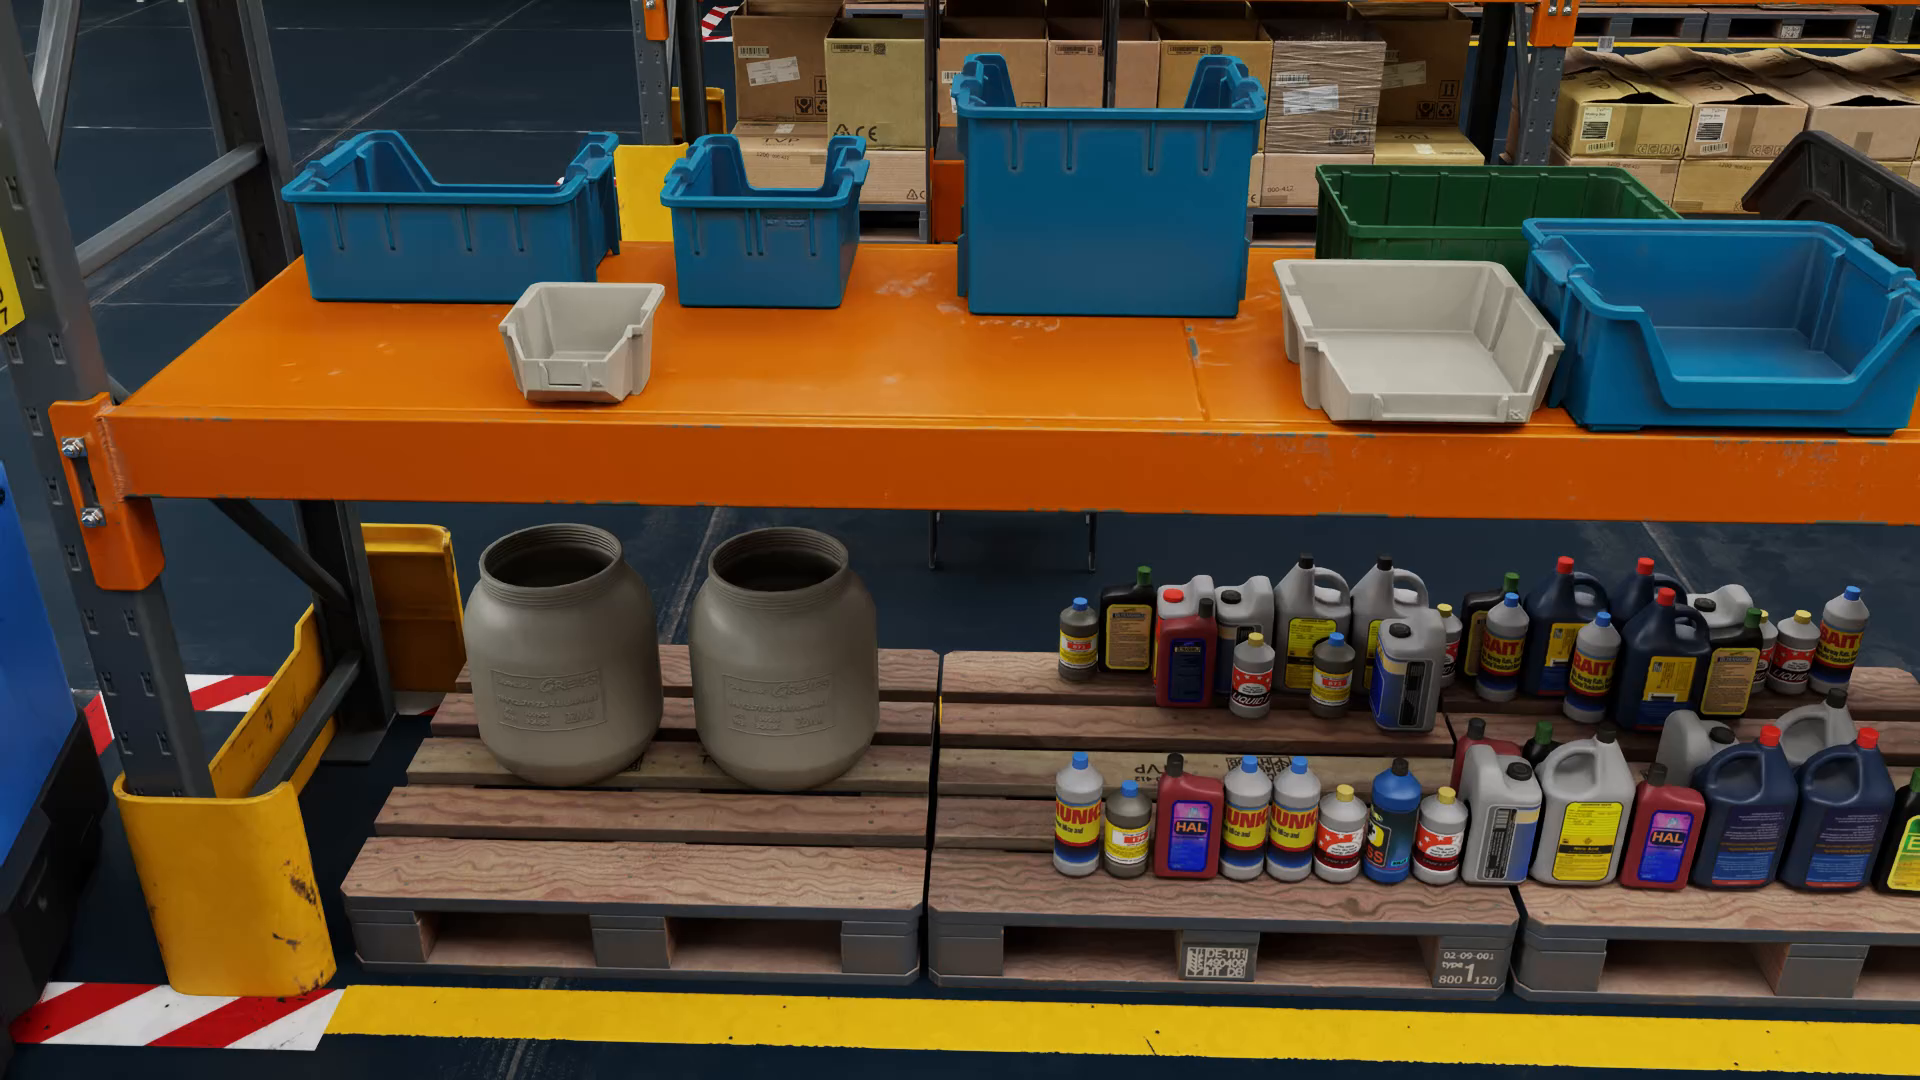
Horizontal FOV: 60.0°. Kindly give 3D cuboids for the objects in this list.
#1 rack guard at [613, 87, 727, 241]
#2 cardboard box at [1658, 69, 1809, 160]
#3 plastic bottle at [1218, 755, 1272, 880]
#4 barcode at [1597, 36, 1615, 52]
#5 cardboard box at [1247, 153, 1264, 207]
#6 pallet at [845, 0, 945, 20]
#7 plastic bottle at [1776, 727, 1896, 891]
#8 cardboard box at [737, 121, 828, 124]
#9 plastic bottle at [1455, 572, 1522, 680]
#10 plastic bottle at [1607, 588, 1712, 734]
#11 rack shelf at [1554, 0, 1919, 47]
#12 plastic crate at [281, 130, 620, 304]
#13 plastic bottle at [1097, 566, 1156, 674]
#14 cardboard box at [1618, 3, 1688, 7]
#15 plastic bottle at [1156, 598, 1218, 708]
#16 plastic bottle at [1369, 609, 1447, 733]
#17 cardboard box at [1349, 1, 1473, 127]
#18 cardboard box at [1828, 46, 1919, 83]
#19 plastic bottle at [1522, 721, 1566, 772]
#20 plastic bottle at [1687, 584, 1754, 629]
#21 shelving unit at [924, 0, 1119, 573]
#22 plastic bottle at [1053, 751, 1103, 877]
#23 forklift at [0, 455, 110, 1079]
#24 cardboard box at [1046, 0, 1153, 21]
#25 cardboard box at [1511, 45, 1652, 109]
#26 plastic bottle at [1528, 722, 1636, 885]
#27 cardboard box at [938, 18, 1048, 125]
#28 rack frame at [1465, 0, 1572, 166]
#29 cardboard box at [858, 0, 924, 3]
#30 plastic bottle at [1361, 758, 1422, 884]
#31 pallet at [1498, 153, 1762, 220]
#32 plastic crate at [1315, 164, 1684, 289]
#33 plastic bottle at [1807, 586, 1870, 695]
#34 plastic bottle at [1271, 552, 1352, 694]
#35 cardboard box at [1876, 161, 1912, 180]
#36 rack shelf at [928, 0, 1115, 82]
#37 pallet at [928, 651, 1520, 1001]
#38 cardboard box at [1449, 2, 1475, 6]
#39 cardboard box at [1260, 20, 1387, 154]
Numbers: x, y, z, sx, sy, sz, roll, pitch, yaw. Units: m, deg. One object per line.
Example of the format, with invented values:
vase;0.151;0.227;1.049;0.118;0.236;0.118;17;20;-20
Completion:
rack guard;-1.402;-1.844;8.194;0.348;0.500;1.175;1;28;2
cardboard box;3.524;-1.966;7.644;0.500;0.311;0.500;1;28;1
plastic bottle;0.587;0.563;3.428;0.097;0.271;0.097;0;28;0
barcode;2.860;-2.197;7.365;0.075;0.075;0.001;1;28;2
cardboard box;1.149;-1.772;7.877;0.500;0.250;0.500;1;28;2
pallet;-0.320;-4.003;12.576;1.213;0.211;1.003;1;28;2
plastic bottle;1.787;0.537;3.393;0.185;0.351;0.144;0;28;0
cardboard box;-0.831;-2.048;8.398;0.500;0.250;0.500;1;28;2
plastic bottle;1.297;0.210;4.082;0.133;0.283;0.061;2;28;4
plastic bottle;1.644;0.273;3.891;0.185;0.351;0.144;1;28;2
rack shelf;4.618;-2.531;7.589;4.000;0.370;1.077;1;28;2
plastic crate;-1.046;-0.695;3.518;0.616;0.251;0.499;1;28;2
plastic bottle;0.412;0.195;4.110;0.133;0.283;0.061;2;28;3
cardboard box;5.059;-4.270;12.301;0.500;0.500;0.700;1;28;2
plastic bottle;0.542;0.269;3.971;0.133;0.283;0.061;1;28;2
plastic bottle;1.056;0.298;3.924;0.135;0.276;0.152;1;28;2
cardboard box;2.167;-2.338;8.144;0.500;0.500;0.500;1;28;2
cardboard box;4.556;-2.202;8.091;0.500;0.311;0.500;1;28;1
plastic bottle;1.251;0.510;3.516;0.133;0.283;0.061;1;28;2
plastic bottle;1.814;0.243;4.027;0.135;0.276;0.152;2;28;4
shelving unit;0.165;-0.925;4.753;0.503;2.100;0.431;1;28;2
plastic bottle;0.245;0.558;3.439;0.097;0.271;0.097;0;28;0
forklift;-2.275;0.085;1.961;1.130;2.935;3.031;-5;28;-9
cardboard box;0.668;-2.362;8.189;0.500;0.500;0.500;1;28;2
cardboard box;3.035;-2.228;8.138;0.500;0.311;0.500;1;28;2
plastic bottle;1.273;0.529;3.409;0.185;0.351;0.144;1;28;1
cardboard box;0.150;-2.127;7.747;0.500;0.500;0.500;1;28;2
rack frame;2.620;-2.882;7.483;0.127;3.000;1.000;1;28;2
cardboard box;-0.518;-4.219;12.408;0.500;0.311;0.500;-2;28;-4
plastic bottle;0.890;0.568;3.418;0.097;0.271;0.097;0;28;0
pallet;3.357;-1.656;8.148;1.213;0.211;1.003;1;28;2
plastic crate;1.095;-0.624;3.451;0.662;0.188;0.450;1;28;2
plastic bottle;2.138;0.238;4.043;0.097;0.271;0.097;0;28;0
plastic bottle;0.850;0.192;4.043;0.185;0.351;0.144;2;28;4
cardboard box;4.043;-1.713;7.767;0.500;0.250;0.500;0;28;0
rack shelf;0.165;-1.531;4.432;0.480;0.518;0.431;1;28;2
pallet;0.549;0.619;3.856;1.213;0.211;1.003;1;28;2
cardboard box;3.527;-4.286;12.331;0.500;0.500;0.700;2;28;4
cardboard box;1.649;-2.103;7.701;0.500;0.500;0.500;1;28;2
